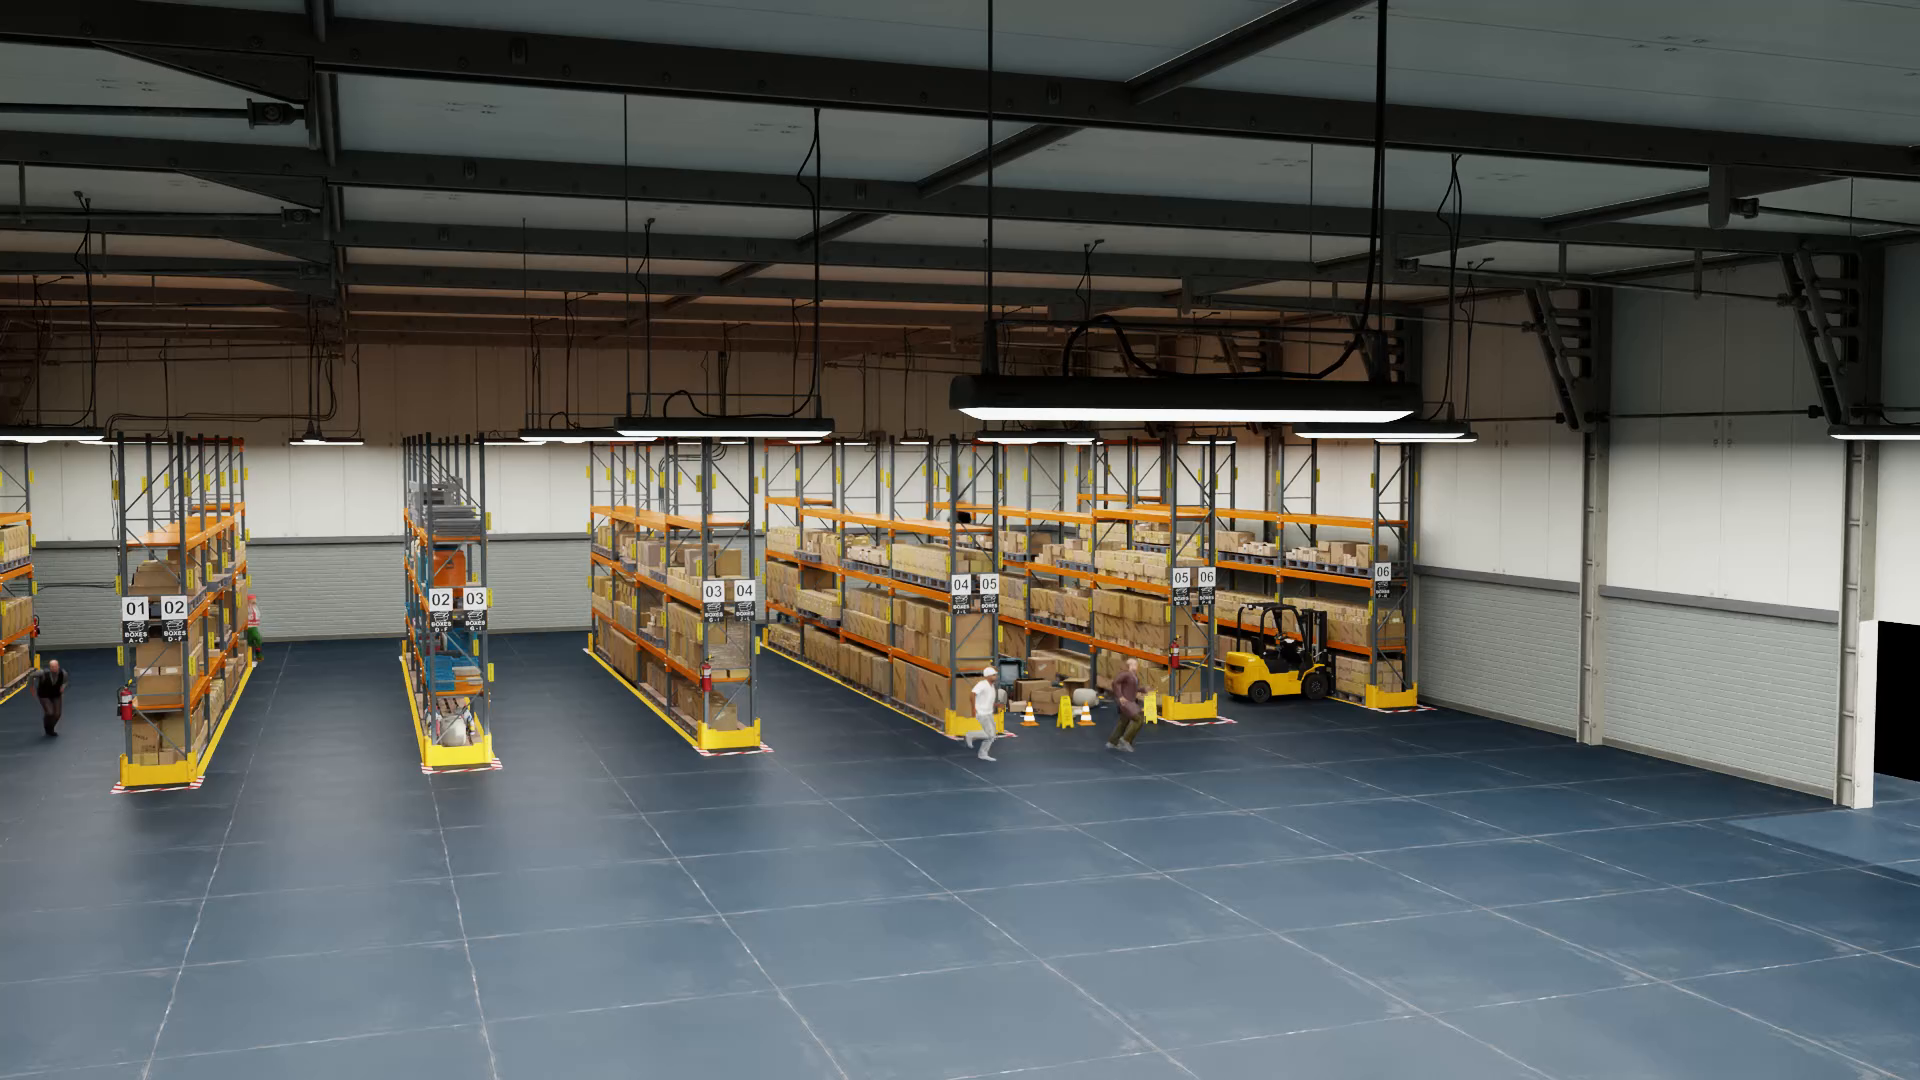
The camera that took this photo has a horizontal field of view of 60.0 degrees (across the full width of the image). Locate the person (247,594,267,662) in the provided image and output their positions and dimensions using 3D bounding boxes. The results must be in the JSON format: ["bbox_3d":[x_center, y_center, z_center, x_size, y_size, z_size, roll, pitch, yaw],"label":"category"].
[{"bbox_3d":[-18.945,2.361,44.510,0.798,1.836,0.661,0,3,-5],"label":"person"}]

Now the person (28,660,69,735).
[{"bbox_3d":[-17.978,3.130,32.828,0.684,1.543,0.865,-3,4,-43],"label":"person"}]

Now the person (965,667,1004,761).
[{"bbox_3d":[0.437,3.191,30.521,0.690,1.715,0.744,1,3,22],"label":"person"}]

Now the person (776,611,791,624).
[{"bbox_3d":[-5.336,1.919,49.802,0.534,1.610,0.861,2,4,37],"label":"person"}]

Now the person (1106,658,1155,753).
[{"bbox_3d":[3.180,3.117,31.240,0.915,1.781,0.731,1,3,19],"label":"person"}]
